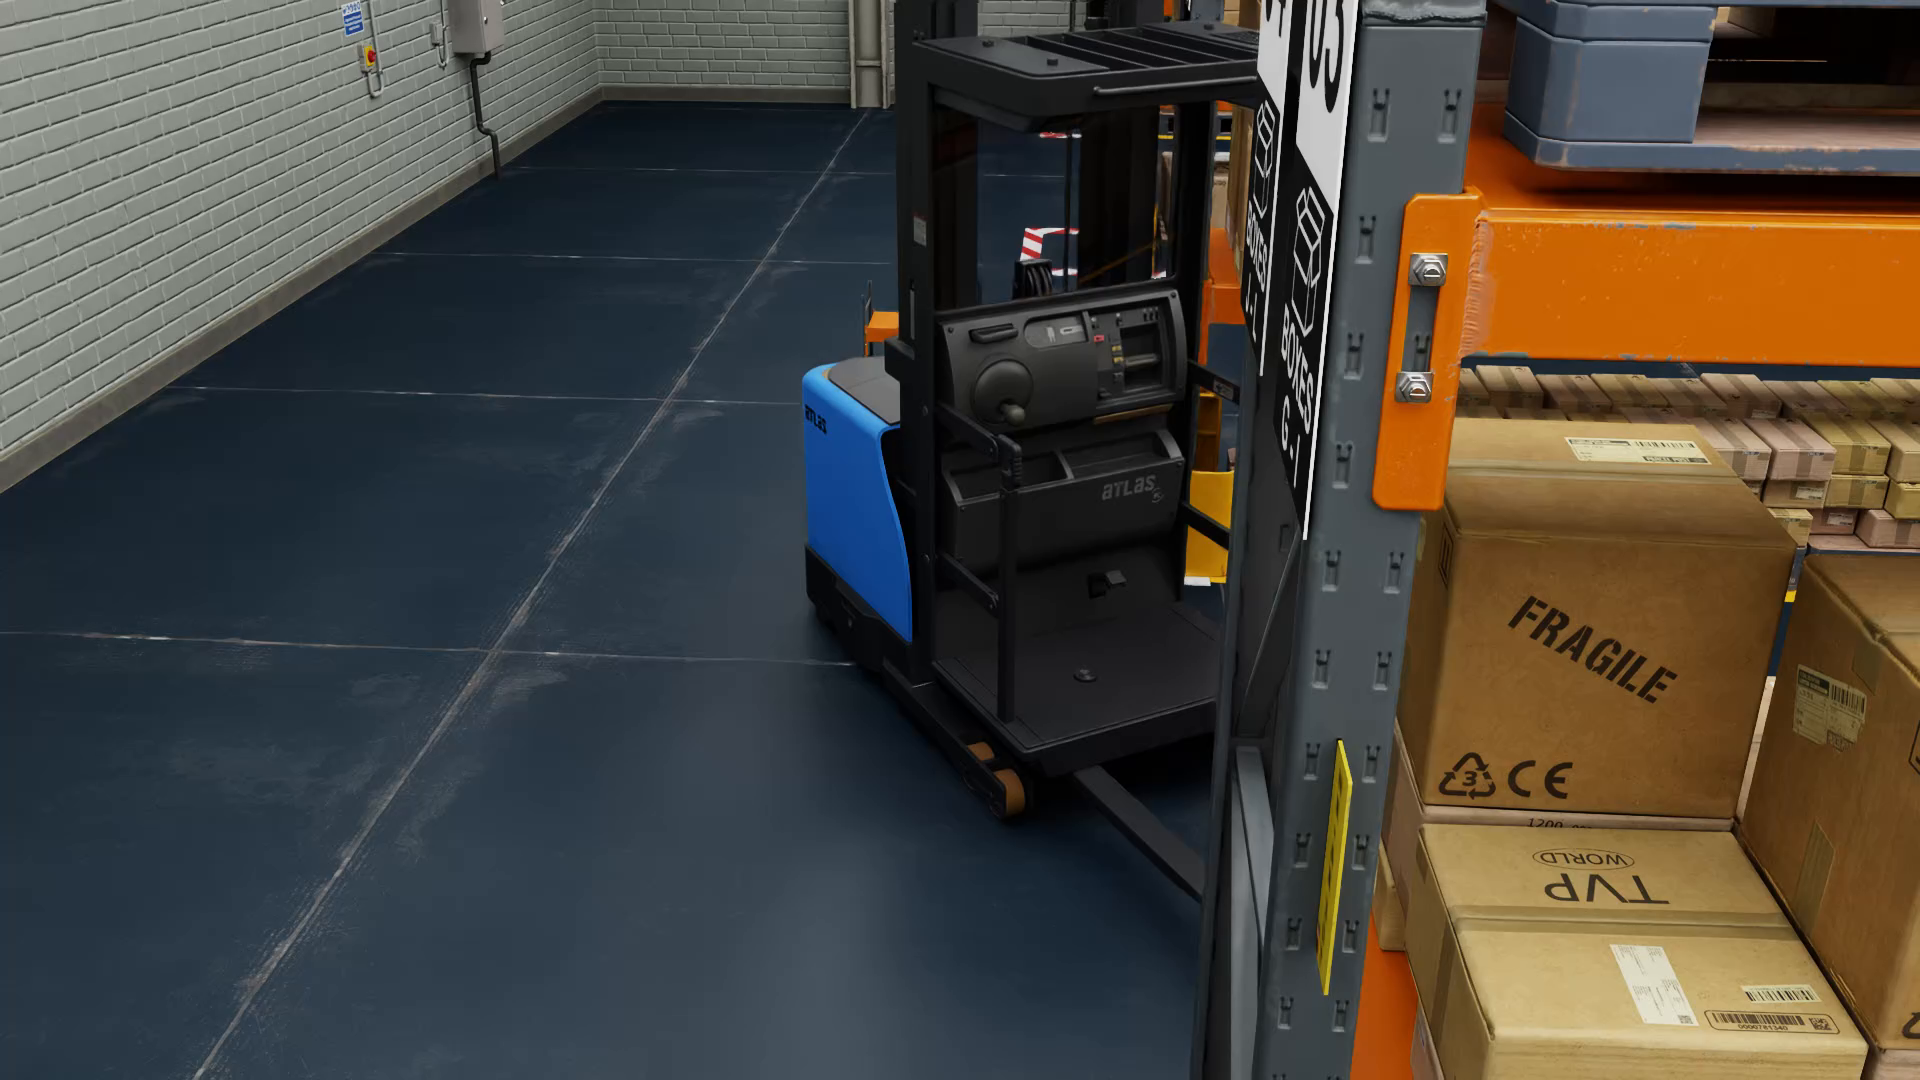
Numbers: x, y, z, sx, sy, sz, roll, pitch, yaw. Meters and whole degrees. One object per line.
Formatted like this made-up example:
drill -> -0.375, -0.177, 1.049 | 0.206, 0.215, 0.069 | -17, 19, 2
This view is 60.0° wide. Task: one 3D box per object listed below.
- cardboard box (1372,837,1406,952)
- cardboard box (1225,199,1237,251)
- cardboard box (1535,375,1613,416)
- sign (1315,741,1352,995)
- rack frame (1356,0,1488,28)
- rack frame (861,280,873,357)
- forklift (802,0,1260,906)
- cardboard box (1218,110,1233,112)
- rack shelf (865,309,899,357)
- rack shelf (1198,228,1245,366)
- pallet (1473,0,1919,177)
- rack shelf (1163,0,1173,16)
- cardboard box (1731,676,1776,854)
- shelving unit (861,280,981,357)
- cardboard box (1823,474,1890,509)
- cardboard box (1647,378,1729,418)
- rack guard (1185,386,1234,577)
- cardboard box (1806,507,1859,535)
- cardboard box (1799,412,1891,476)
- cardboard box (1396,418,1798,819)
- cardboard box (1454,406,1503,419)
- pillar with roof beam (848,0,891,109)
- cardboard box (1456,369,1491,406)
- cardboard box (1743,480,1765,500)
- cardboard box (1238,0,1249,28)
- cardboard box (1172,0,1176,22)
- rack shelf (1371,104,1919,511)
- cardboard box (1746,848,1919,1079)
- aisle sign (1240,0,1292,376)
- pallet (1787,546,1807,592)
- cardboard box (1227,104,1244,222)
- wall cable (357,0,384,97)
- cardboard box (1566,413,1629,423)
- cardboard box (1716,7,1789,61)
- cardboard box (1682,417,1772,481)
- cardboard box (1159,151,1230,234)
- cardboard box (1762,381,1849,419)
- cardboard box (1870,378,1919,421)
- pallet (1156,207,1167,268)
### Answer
cardboard box -> 0.904, 0.606, 3.145 | 0.250, 0.149, 0.380 | 2, 25, 5
cardboard box -> 1.351, -1.439, 7.590 | 0.250, 0.149, 0.380 | 2, 25, 4
cardboard box -> 2.845, -0.639, 7.746 | 0.250, 0.149, 0.380 | 1, 25, 2
sign -> 0.475, 0.420, 2.119 | 0.005, 0.325, 0.100 | 2, 25, 4
rack frame -> 0.523, -2.107, 1.565 | 0.127, 3.000, 1.000 | 2, 25, 4
rack frame -> -0.408, -0.558, 7.528 | 0.015, 1.200, 0.240 | 2, 25, 4
forklift -> 0.470, -0.595, 5.538 | 1.130, 2.935, 3.031 | -12, 27, -25
cardboard box -> 2.682, -4.388, 16.606 | 0.250, 0.149, 0.380 | 1, 25, 2
rack shelf -> -0.165, -0.907, 7.346 | 0.480, 0.148, 0.258 | 2, 25, 4
rack shelf -> 2.998, -1.055, 7.315 | 4.000, 0.370, 1.077 | 2, 25, 4
pallet -> 1.264, -0.685, 2.168 | 1.213, 0.211, 1.003 | 2, 25, 4
rack shelf -> 3.652, -5.190, 16.302 | 4.000, 0.370, 1.077 | 2, 25, 4
cardboard box -> 1.533, 0.472, 2.959 | 0.500, 0.250, 0.500 | 1, 25, 3
shelving unit -> -0.165, -0.550, 7.511 | 0.503, 1.200, 0.258 | 2, 25, 4
cardboard box -> 3.872, -0.280, 7.322 | 0.250, 0.149, 0.380 | 2, 25, 4
cardboard box -> 3.351, -0.618, 7.701 | 0.250, 0.149, 0.380 | 1, 25, 2
rack guard -> 1.080, -0.308, 7.821 | 0.348, 0.500, 1.175 | 2, 25, 4
cardboard box -> 3.801, -0.168, 7.435 | 0.250, 0.149, 0.380 | 1, 25, 3
cardboard box -> 3.858, -0.424, 7.280 | 0.250, 0.149, 0.380 | 3, 25, 6
cardboard box -> 1.029, 0.116, 2.835 | 0.500, 0.500, 0.500 | 2, 25, 5
cardboard box -> 2.279, -0.460, 7.358 | 0.250, 0.149, 0.380 | 1, 25, 1
pillar with roof beam -> -1.291, -6.974, 12.142 | 0.400, 9.000, 9.100 | 2, 25, 4
cardboard box -> 2.319, -0.679, 7.833 | 0.250, 0.149, 0.380 | 1, 25, 2
cardboard box -> 3.351, -0.297, 7.359 | 0.250, 0.149, 0.380 | 1, 25, 1
cardboard box -> 1.479, -2.170, 7.206 | 0.500, 0.500, 0.500 | 1, 25, 3
cardboard box -> 1.783, -3.653, 11.980 | 0.500, 0.500, 0.500 | 2, 25, 4
rack shelf -> 2.518, -0.354, 2.203 | 4.000, 0.370, 1.077 | 2, 25, 4
cardboard box -> 1.500, 0.693, 2.480 | 0.500, 0.250, 0.500 | 2, 25, 3
aisle sign -> 0.475, -0.690, 2.552 | 0.004, 0.787, 0.394 | 2, 25, 4
pallet -> 3.100, -0.096, 7.706 | 1.213, 0.211, 1.003 | 2, 25, 4
cardboard box -> 1.472, -1.719, 7.423 | 0.500, 0.500, 0.500 | 2, 25, 5
wall cable -> -4.342, -4.159, 11.947 | 0.123, 1.953, 0.585 | 2, 25, 4
cardboard box -> 2.814, -0.420, 7.270 | 0.250, 0.149, 0.380 | 2, 25, 5
cardboard box -> 2.960, -1.902, 6.622 | 0.500, 0.500, 0.500 | 1, 25, 2
cardboard box -> 3.311, -0.398, 7.223 | 0.250, 0.149, 0.380 | 1, 25, 2
cardboard box -> 1.948, -2.560, 12.287 | 0.875, 0.438, 0.875 | 1, 25, 2
cardboard box -> 3.877, -0.601, 7.665 | 0.250, 0.149, 0.380 | 1, 25, 3
cardboard box -> 4.394, -0.615, 7.694 | 0.250, 0.149, 0.380 | 3, 25, 7
pallet -> 2.085, -2.253, 12.393 | 1.213, 0.211, 1.003 | 2, 25, 4
